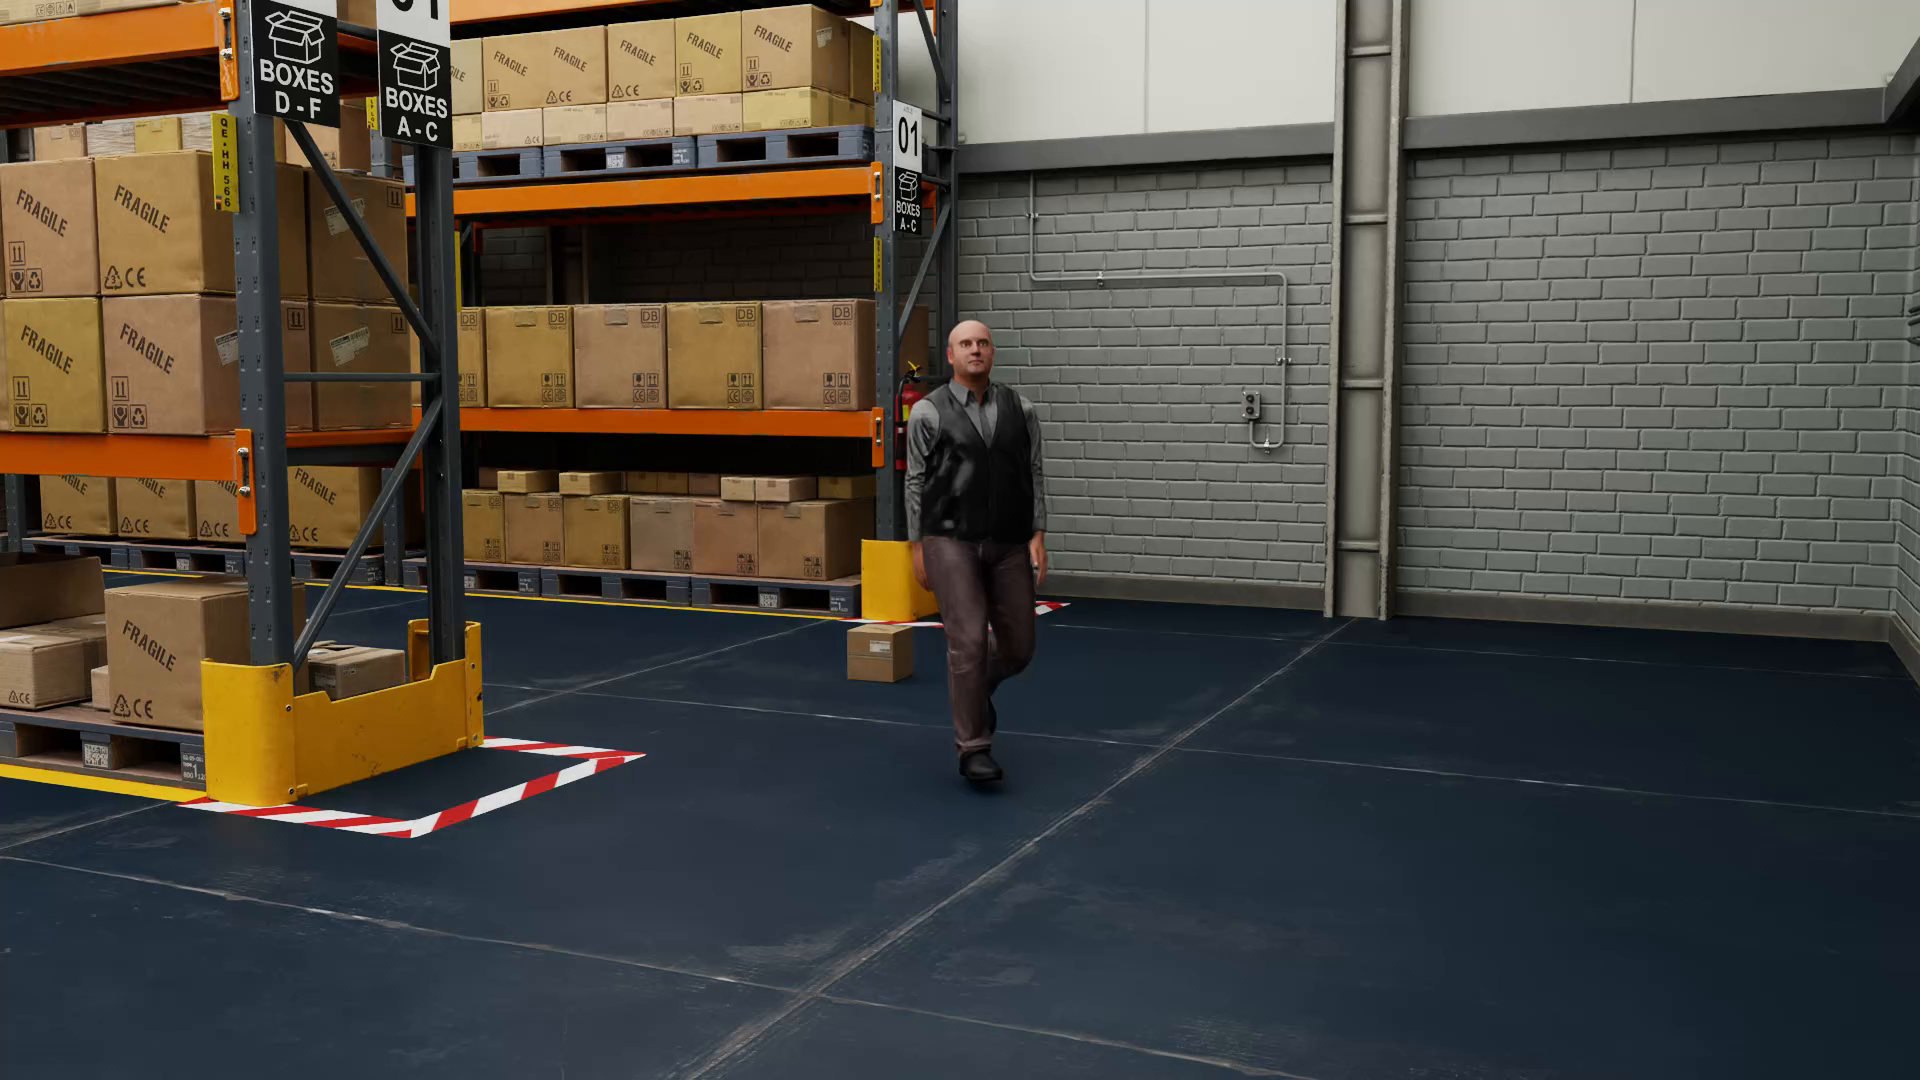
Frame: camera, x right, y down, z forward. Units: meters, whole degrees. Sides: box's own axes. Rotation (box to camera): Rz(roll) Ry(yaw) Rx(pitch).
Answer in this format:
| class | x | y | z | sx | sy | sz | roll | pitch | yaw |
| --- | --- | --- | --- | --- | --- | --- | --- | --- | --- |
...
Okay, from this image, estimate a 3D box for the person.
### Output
| class | x | y | z | sx | sy | sz | roll | pitch | yaw |
| --- | --- | --- | --- | --- | --- | --- | --- | --- | --- |
| person | 0.056 | 0.018 | 6.327 | 0.530 | 1.695 | 0.802 | -2 | 6 | -19 |
